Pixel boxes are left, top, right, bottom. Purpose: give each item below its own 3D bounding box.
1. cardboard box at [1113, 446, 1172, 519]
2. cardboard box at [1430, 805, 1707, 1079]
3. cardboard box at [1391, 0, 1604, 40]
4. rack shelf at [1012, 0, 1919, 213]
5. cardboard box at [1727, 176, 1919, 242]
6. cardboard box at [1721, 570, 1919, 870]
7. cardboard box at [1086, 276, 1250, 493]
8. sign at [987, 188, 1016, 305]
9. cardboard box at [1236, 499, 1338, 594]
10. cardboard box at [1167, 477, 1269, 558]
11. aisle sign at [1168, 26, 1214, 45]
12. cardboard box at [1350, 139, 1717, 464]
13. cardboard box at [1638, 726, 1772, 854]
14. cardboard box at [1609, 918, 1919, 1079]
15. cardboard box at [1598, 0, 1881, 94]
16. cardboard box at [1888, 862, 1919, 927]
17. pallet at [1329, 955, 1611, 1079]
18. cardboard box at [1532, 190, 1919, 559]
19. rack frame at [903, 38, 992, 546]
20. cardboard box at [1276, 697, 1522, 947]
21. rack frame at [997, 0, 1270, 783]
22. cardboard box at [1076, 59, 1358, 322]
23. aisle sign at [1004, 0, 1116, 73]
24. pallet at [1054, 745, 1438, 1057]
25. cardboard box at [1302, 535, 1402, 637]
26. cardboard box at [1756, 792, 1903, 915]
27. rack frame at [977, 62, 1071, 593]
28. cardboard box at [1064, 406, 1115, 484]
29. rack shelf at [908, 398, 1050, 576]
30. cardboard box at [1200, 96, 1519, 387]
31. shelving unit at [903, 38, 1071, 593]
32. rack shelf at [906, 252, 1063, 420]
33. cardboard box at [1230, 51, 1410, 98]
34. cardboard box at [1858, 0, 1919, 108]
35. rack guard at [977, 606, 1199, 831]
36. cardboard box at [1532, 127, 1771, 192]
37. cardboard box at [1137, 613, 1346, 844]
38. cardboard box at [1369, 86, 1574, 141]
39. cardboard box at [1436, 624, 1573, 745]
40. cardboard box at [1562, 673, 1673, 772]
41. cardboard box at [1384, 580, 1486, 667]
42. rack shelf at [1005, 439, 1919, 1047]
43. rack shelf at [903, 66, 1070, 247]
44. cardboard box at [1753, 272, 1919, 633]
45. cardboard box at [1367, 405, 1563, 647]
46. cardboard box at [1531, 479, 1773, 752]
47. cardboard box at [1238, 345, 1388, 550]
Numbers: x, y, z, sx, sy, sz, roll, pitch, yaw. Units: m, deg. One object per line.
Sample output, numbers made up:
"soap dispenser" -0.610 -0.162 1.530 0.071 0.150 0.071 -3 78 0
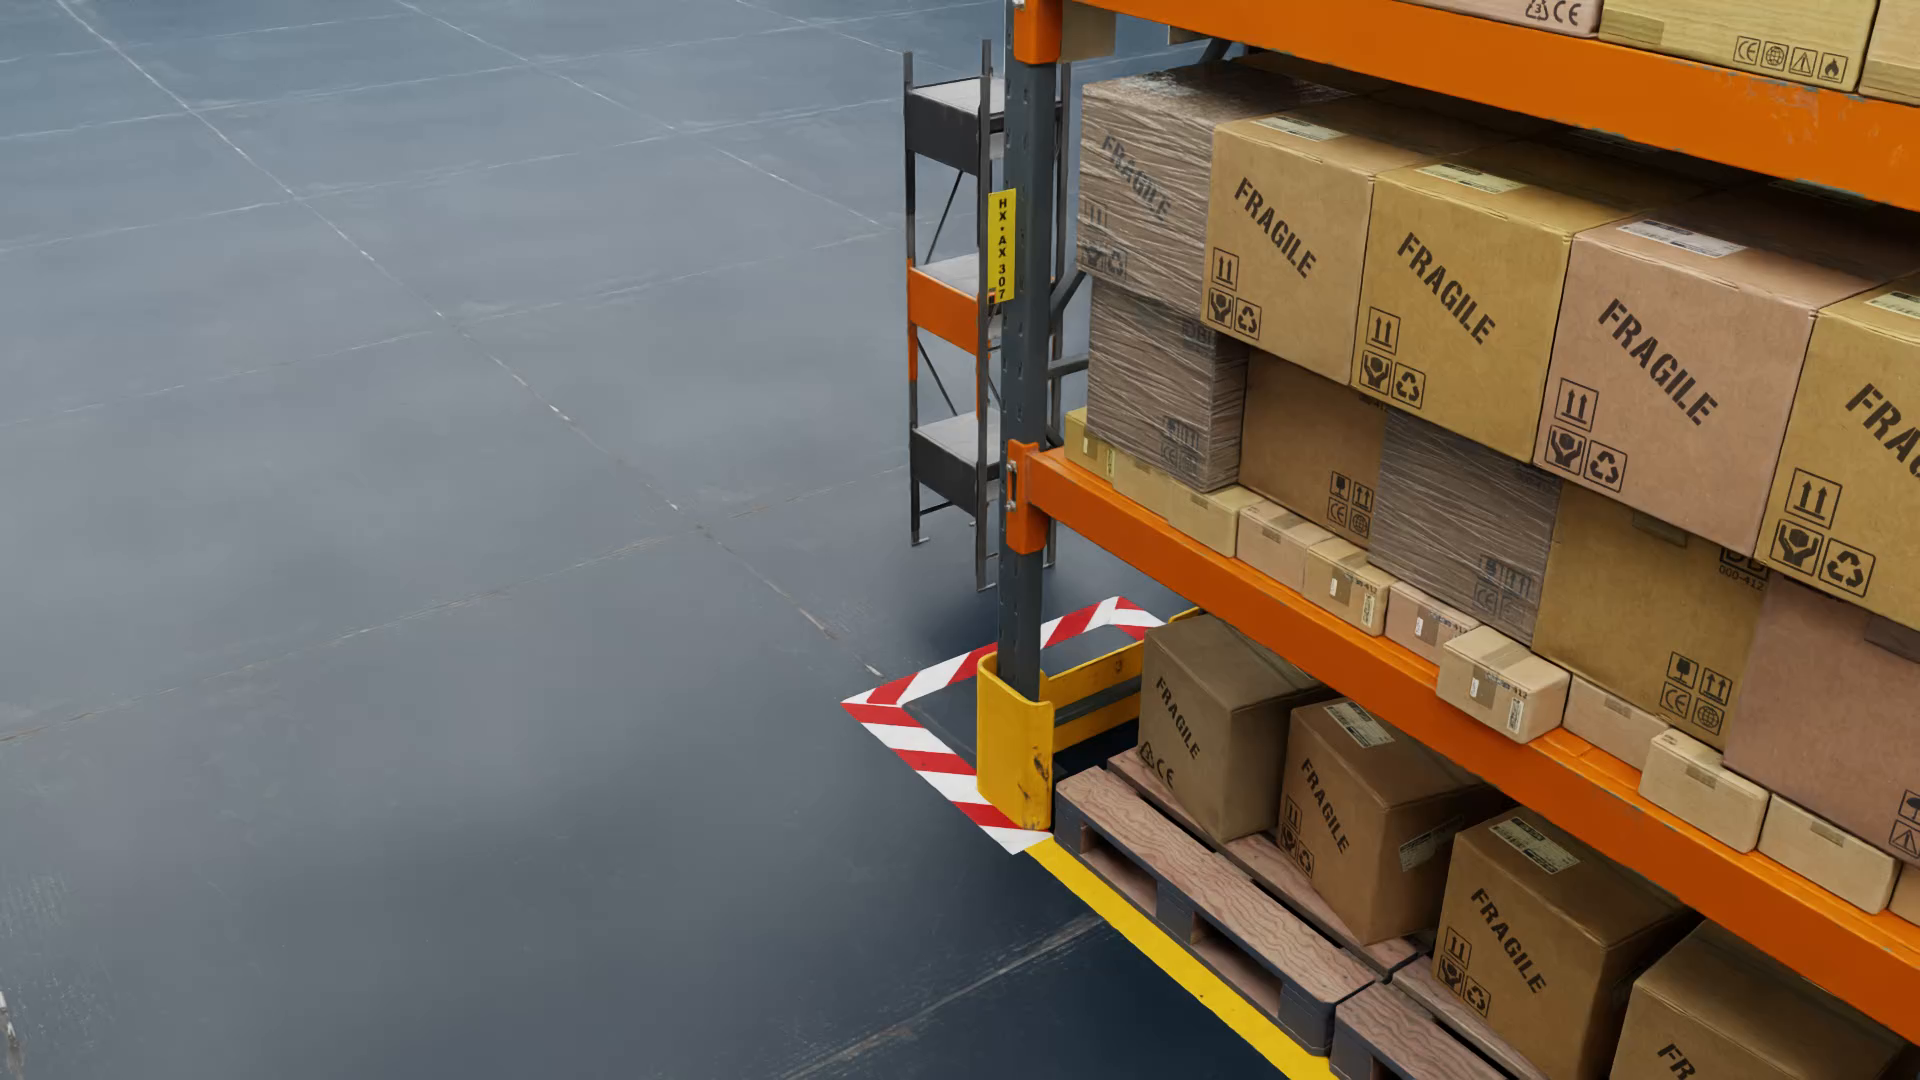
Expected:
"cardboard box" 0.663 -0.214 4.765 0.380 0.149 0.250 -19 34 -31
"cardboard box" 1.634 1.029 4.392 0.500 0.500 0.500 -15 32 -26
"cardboard box" 1.220 -1.205 3.340 0.500 0.250 0.500 -19 34 -31
"rack shelf" 1.723 -0.829 3.243 1.077 0.370 4.000 -19 34 -31
"cardboard box" 1.949 -0.488 3.542 0.500 0.500 0.500 -19 34 -31
"cardboard box" 2.039 0.214 3.297 0.875 0.500 0.500 -19 34 -31
"cardboard box" 0.860 -0.557 4.717 0.875 0.500 0.500 -19 34 -31
"sign" 0.121 -0.834 4.736 0.100 0.325 0.005 -19 34 -31
"cardboard box" 0.958 -0.022 4.410 0.380 0.149 0.250 -19 34 -31
"cardboard box" 0.796 -0.113 4.578 0.380 0.149 0.250 -19 34 -31
"aisle sign" 0.771 -1.854 4.796 0.394 0.787 0.004 -19 34 -31
"cardboard box" 1.235 -0.538 3.634 0.500 0.500 0.500 -19 34 -31
"cardboard box" 1.661 0.472 3.501 0.380 0.149 0.250 -19 34 -31
"cardboard box" 1.921 1.258 3.969 0.500 0.500 0.500 -22 36 -35
"cardboard box" 1.526 -1.004 2.970 0.500 0.250 0.500 -18 33 -29
"cardboard box" 2.012 0.646 3.182 0.380 0.149 0.250 -19 34 -31
"pallet" 1.753 1.450 4.358 1.003 0.211 1.213 -19 34 -31
"cardboard box" 1.530 -0.346 3.280 0.500 0.500 0.500 -19 34 -31
"rack frame" -0.046 -0.953 6.805 0.400 2.100 0.015 -19 34 -31
"cardboard box" 1.286 0.780 4.850 0.500 0.500 0.500 -10 30 -18
"rack frame" 0.563 -0.604 5.219 1.000 3.000 0.127 -19 34 -31
"cardboard box" 0.660 -0.929 4.353 0.500 0.500 0.500 -19 34 -31
"aisle sign" 0.283 -1.687 4.490 0.394 0.787 0.004 -19 34 -31
"pallet" 1.049 0.977 5.231 1.003 0.211 1.213 -19 34 -31
"cardboard box" 1.097 0.078 4.227 0.380 0.149 0.250 -19 34 -31
"cardboard box" 1.834 0.560 3.340 0.380 0.149 0.250 -19 34 -31
"rack frame" 0.238 -0.763 6.456 0.400 2.100 0.015 -19 34 -31
"cardboard box" 0.534 -0.317 4.954 0.380 0.149 0.250 -19 34 -31
"rack shelf" 0.096 -0.231 6.971 0.431 0.518 0.480 -19 34 -31
"cardboard box" 0.944 -0.732 3.992 0.500 0.500 0.500 -19 34 -31
"shelving unit" 0.096 -0.858 6.630 0.431 2.100 0.503 -19 34 -31
"rack shelf" 0.096 -0.846 6.637 0.431 0.518 0.480 -19 34 -31
"cardboard box" 1.083 -1.073 4.618 0.500 0.500 0.500 -19 34 -31
"cardboard box" 1.812 -0.809 2.610 0.500 0.250 0.500 -19 34 -31
"rack guard" 0.607 0.524 5.761 1.175 0.500 0.348 -19 34 -31
"cardboard box" 1.666 -0.685 3.904 0.500 0.500 0.500 -19 34 -31
"cardboard box" 0.911 0.557 5.260 0.500 0.500 0.500 -12 31 -22
"cardboard box" 1.378 -0.880 4.263 0.500 0.500 0.500 -19 34 -31
"cardboard box" 1.325 0.293 3.830 0.380 0.149 0.250 -19 34 -31
"cardboard box" 1.578 0.354 3.719 0.380 0.149 0.250 -19 34 -31
"cardboard box" 1.265 0.167 4.062 0.380 0.149 0.250 -19 34 -31
"rack shelf" 1.723 0.490 3.959 1.077 0.370 4.000 -19 34 -31
"rack shelf" 0.096 -1.461 6.303 0.431 0.518 0.480 -19 34 -31
"cardboard box" 1.818 -0.150 2.920 0.500 0.500 0.500 -19 34 -31
"cardboard box" 1.502 -0.190 4.040 0.875 0.500 0.500 -19 34 -31
"cardboard box" 1.783 0.008 3.676 0.875 0.500 0.500 -19 34 -31
"cardboard box" 1.247 -0.396 4.420 0.875 0.500 0.500 -19 34 -31
